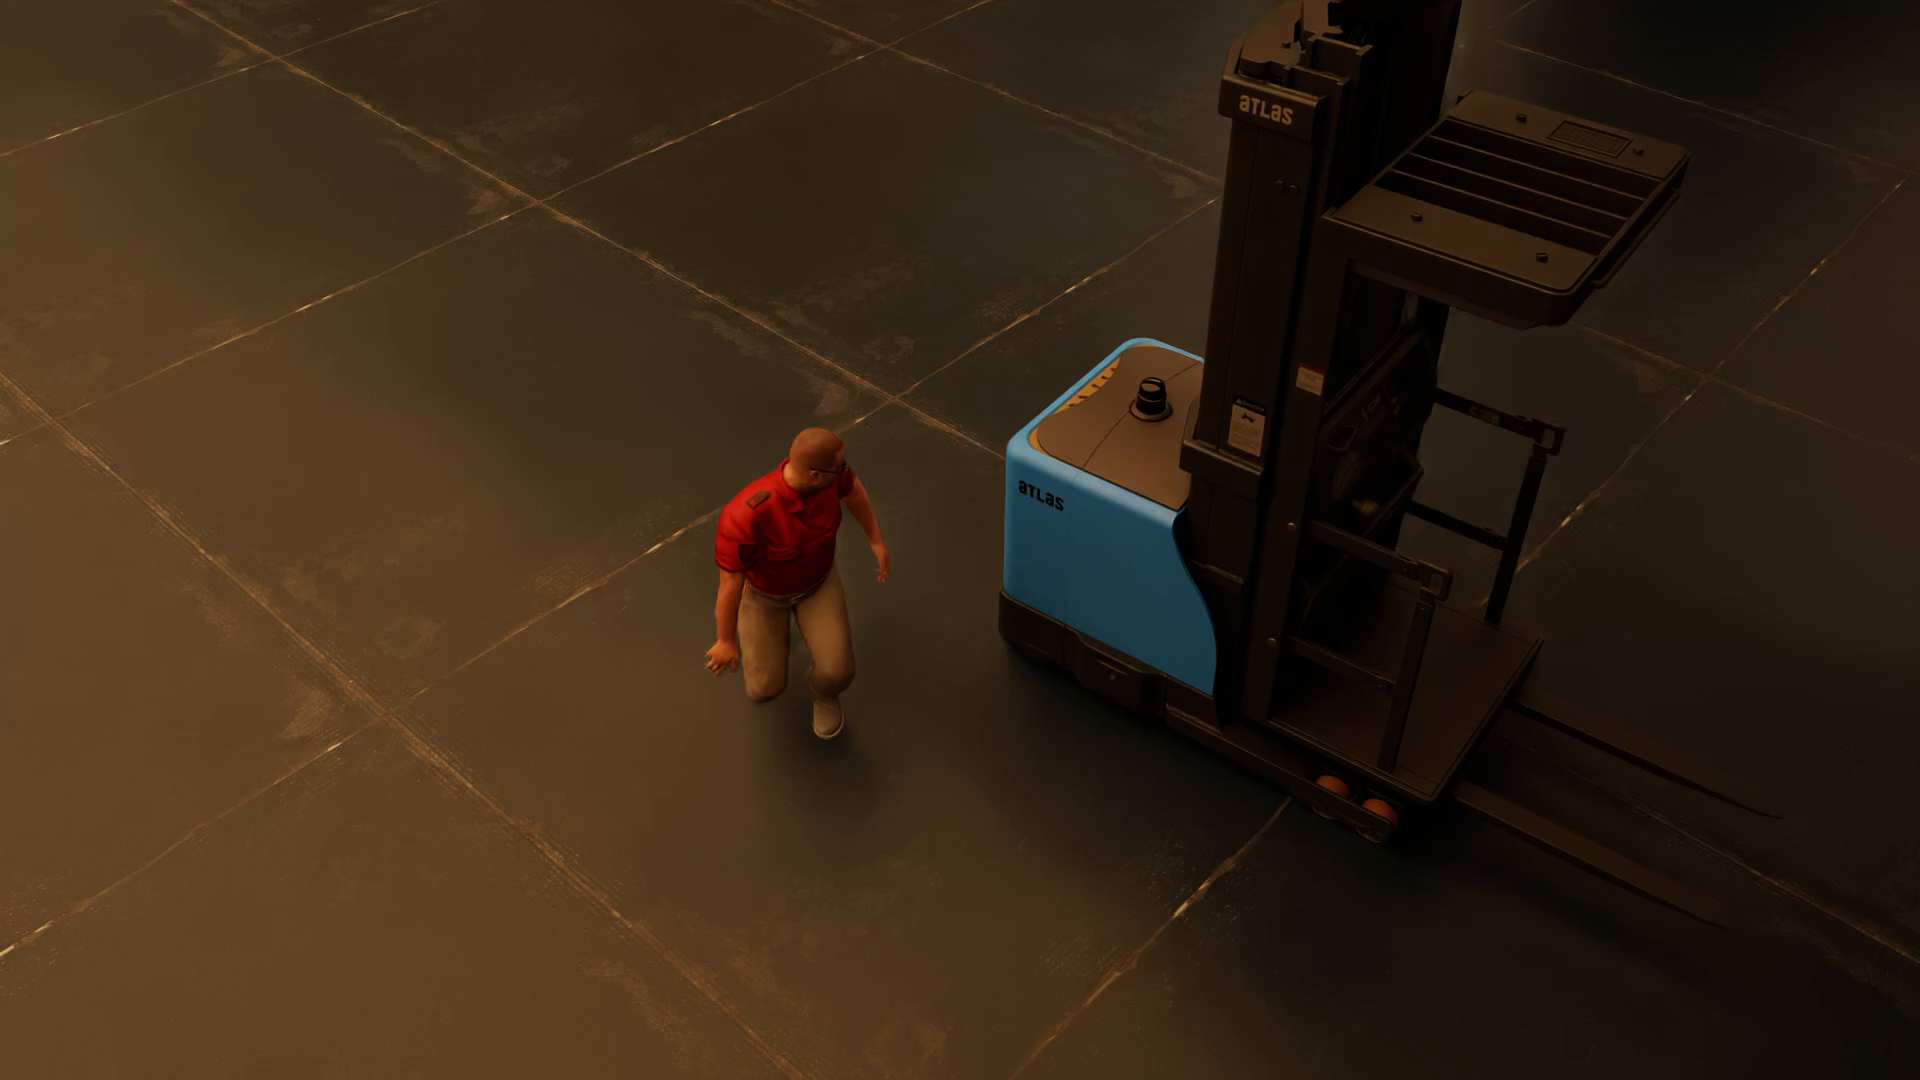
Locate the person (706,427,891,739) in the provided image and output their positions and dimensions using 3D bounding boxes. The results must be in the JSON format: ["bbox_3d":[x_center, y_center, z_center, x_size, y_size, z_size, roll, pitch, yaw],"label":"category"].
[{"bbox_3d":[-0.667,0.124,6.393,0.831,1.528,0.648,-19,44,-21],"label":"person"}]

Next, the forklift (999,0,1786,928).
[{"bbox_3d":[1.652,-0.358,5.846,3.031,2.935,1.130,26,47,27],"label":"forklift"}]
